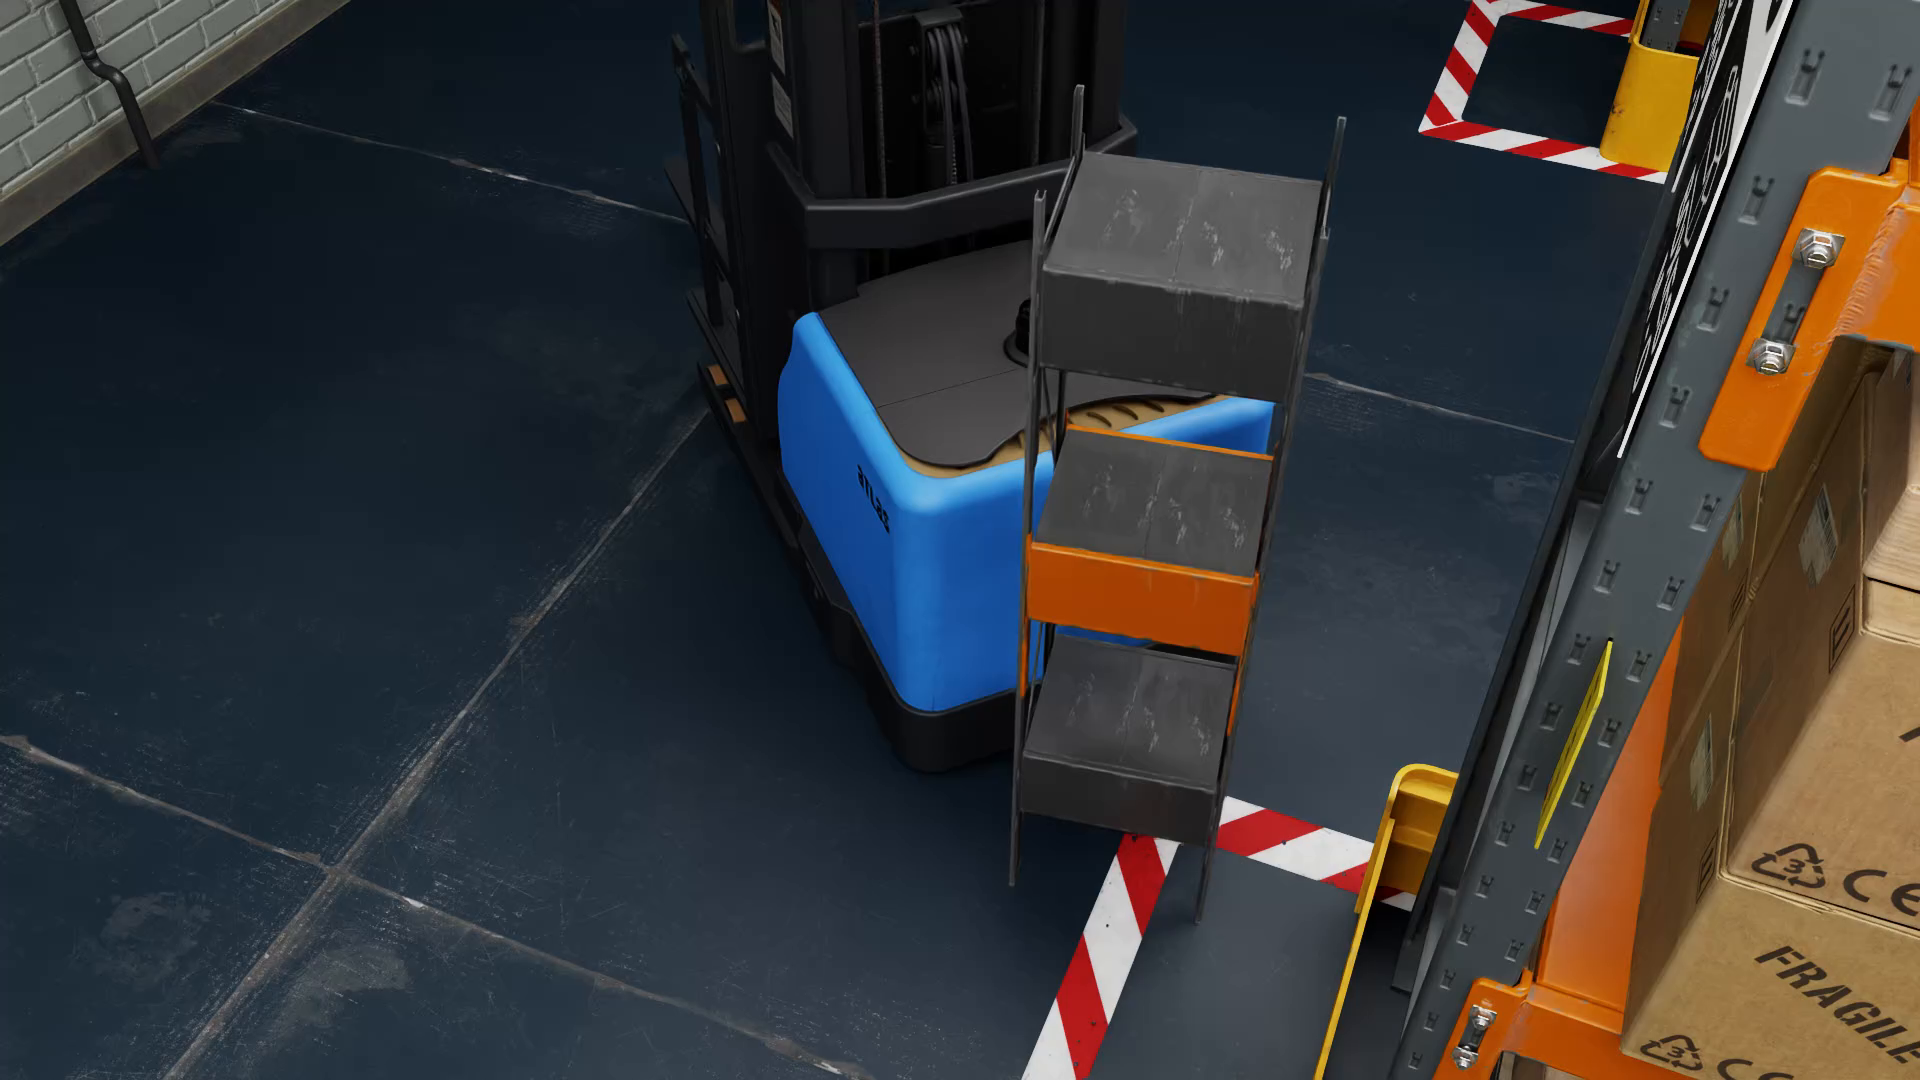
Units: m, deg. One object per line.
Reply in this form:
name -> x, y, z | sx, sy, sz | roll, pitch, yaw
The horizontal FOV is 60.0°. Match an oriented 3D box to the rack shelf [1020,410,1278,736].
rack shelf -> 0.418, 0.073, 3.707 | 0.480, 0.518, 0.431 | 10, 46, 10

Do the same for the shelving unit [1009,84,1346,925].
shelving unit -> 0.418, 0.064, 3.697 | 0.503, 2.100, 0.431 | 10, 46, 10

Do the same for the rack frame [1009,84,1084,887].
rack frame -> 0.181, 0.023, 3.738 | 0.015, 2.100, 0.400 | 10, 46, 10

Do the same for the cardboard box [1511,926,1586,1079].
cardboard box -> 1.668, 1.122, 3.514 | 0.875, 0.438, 0.875 | 15, 47, 15

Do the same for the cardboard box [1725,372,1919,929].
cardboard box -> 1.354, 0.175, 2.168 | 0.500, 0.500, 0.500 | 15, 47, 15

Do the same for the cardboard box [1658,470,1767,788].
cardboard box -> 1.568, 0.172, 2.880 | 0.500, 0.500, 0.500 | 17, 47, 16

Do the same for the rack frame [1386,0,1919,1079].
rack frame -> 1.021, 0.249, 2.873 | 0.127, 3.000, 1.000 | 16, 47, 16

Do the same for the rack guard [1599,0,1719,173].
rack guard -> 2.998, -2.077, 6.983 | 0.348, 0.500, 1.175 | 16, 47, 16

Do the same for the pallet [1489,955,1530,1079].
pallet -> 1.789, 1.404, 3.690 | 1.213, 0.211, 1.003 | 16, 47, 16

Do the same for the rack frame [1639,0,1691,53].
rack frame -> 2.928, -2.983, 6.122 | 0.127, 3.000, 1.000 | 16, 47, 16

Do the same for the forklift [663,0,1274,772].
forklift -> -0.241, -1.463, 4.642 | 1.130, 2.935, 3.031 | -17, 47, -16

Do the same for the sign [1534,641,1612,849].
sign -> 0.801, 0.273, 2.179 | 0.005, 0.325, 0.100 | 16, 47, 16

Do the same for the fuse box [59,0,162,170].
fuse box -> -3.249, -2.138, 6.186 | 0.414, 1.711, 0.539 | 16, 47, 16

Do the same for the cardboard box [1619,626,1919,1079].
cardboard box -> 1.353, 0.531, 2.519 | 0.500, 0.500, 0.500 | 16, 47, 16

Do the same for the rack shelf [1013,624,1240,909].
rack shelf -> 0.418, 0.569, 4.201 | 0.480, 0.518, 0.431 | 10, 46, 10

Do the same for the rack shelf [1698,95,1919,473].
rack shelf -> 2.866, -0.016, 1.523 | 4.000, 0.370, 1.077 | 16, 47, 16

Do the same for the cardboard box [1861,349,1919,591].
cardboard box -> 1.242, -0.094, 1.979 | 0.250, 0.149, 0.380 | 17, 47, 17

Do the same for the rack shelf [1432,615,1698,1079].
rack shelf -> 2.866, 1.047, 2.581 | 4.000, 0.370, 1.077 | 16, 47, 16

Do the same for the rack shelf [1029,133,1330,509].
rack shelf -> 0.418, -0.423, 3.213 | 0.480, 0.518, 0.431 | 10, 46, 10

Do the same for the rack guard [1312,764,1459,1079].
rack guard -> 0.998, 1.128, 3.761 | 0.348, 0.500, 1.175 | 16, 47, 16

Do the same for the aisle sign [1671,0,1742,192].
aisle sign -> 1.074, -0.894, 2.179 | 0.004, 0.787, 0.394 | 16, 47, 16

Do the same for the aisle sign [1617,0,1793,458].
aisle sign -> 0.843, -0.504, 1.786 | 0.004, 0.787, 0.394 | 16, 47, 16

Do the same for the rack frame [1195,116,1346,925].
rack frame -> 0.656, 0.104, 3.657 | 0.015, 2.100, 0.400 | 10, 46, 10

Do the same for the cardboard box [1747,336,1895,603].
cardboard box -> 1.557, -0.165, 2.510 | 0.500, 0.500, 0.500 | 18, 48, 17
